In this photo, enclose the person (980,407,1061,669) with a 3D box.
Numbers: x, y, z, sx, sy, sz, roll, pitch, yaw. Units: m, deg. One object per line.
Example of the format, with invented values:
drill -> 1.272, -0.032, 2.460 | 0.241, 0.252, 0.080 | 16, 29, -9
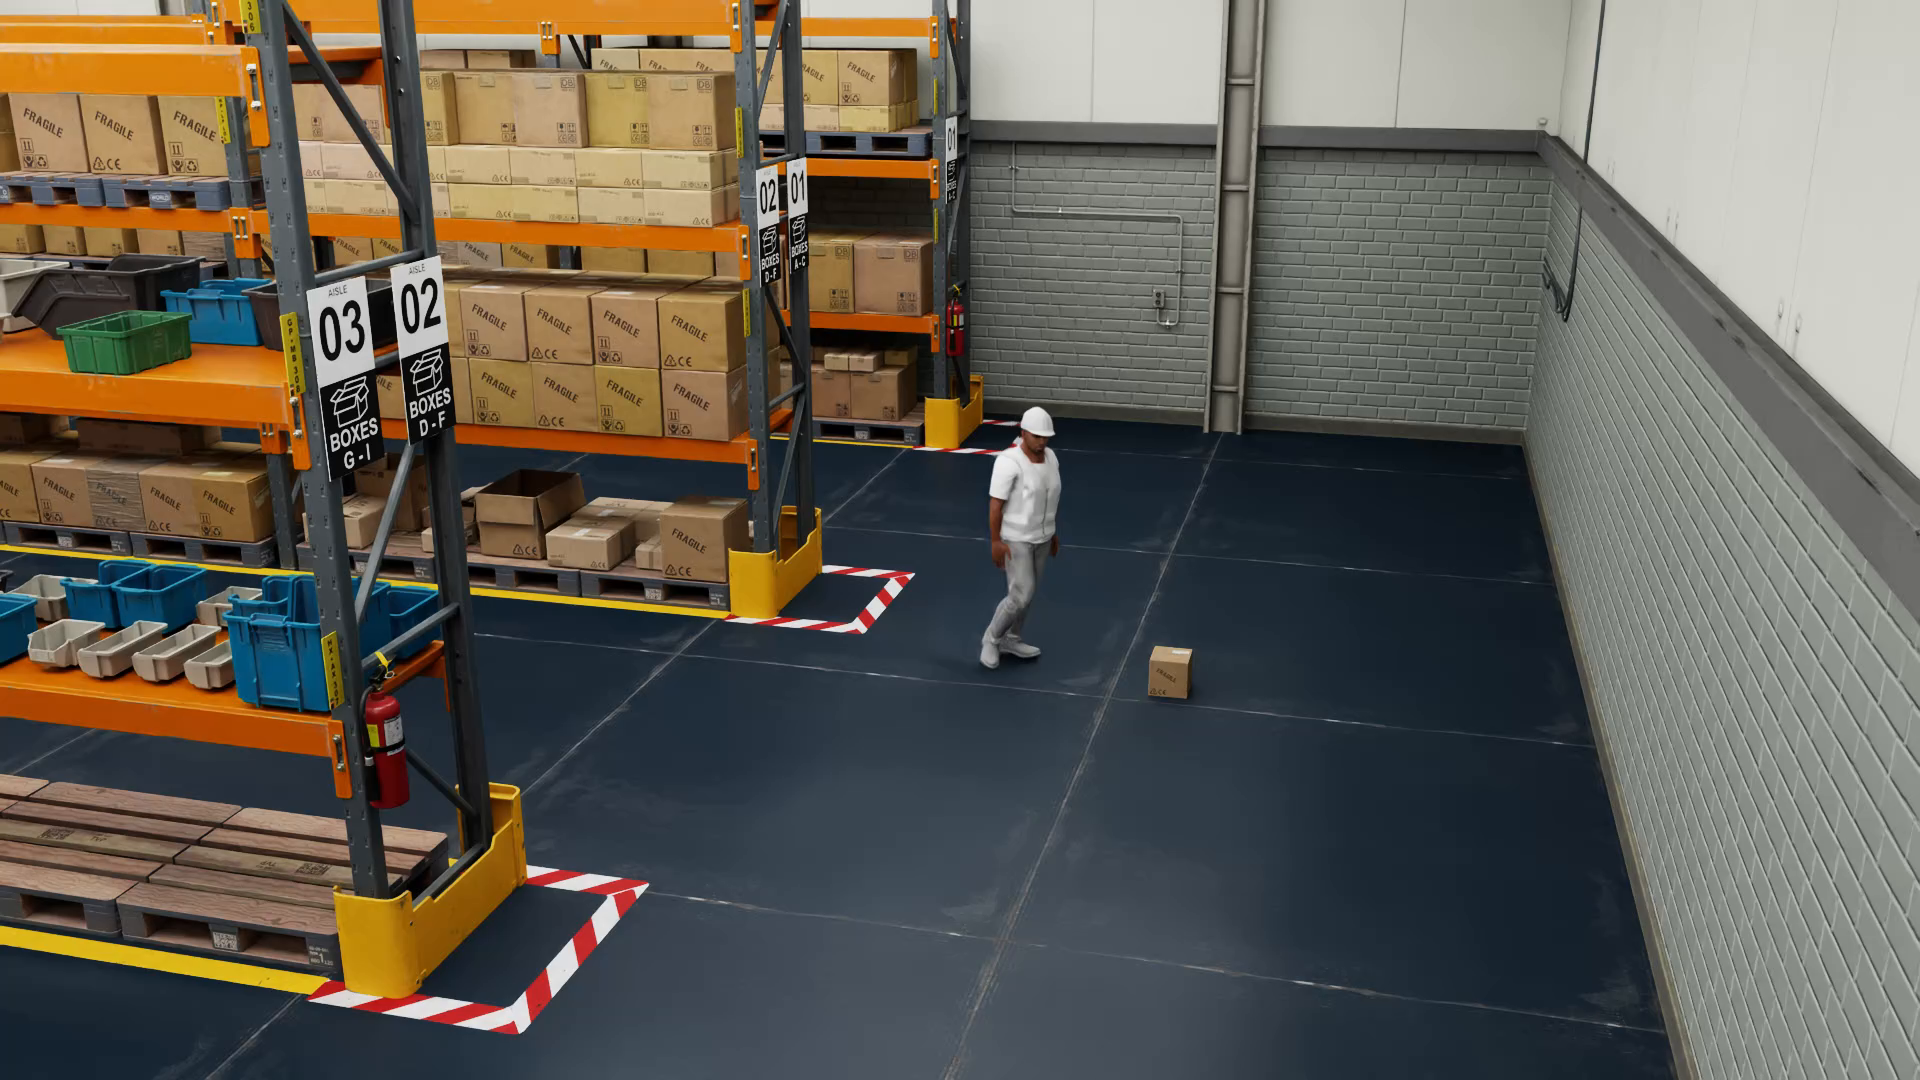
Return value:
person -> 0.424, -0.028, 11.031 | 0.459, 1.754, 0.640 | 16, 24, 40
